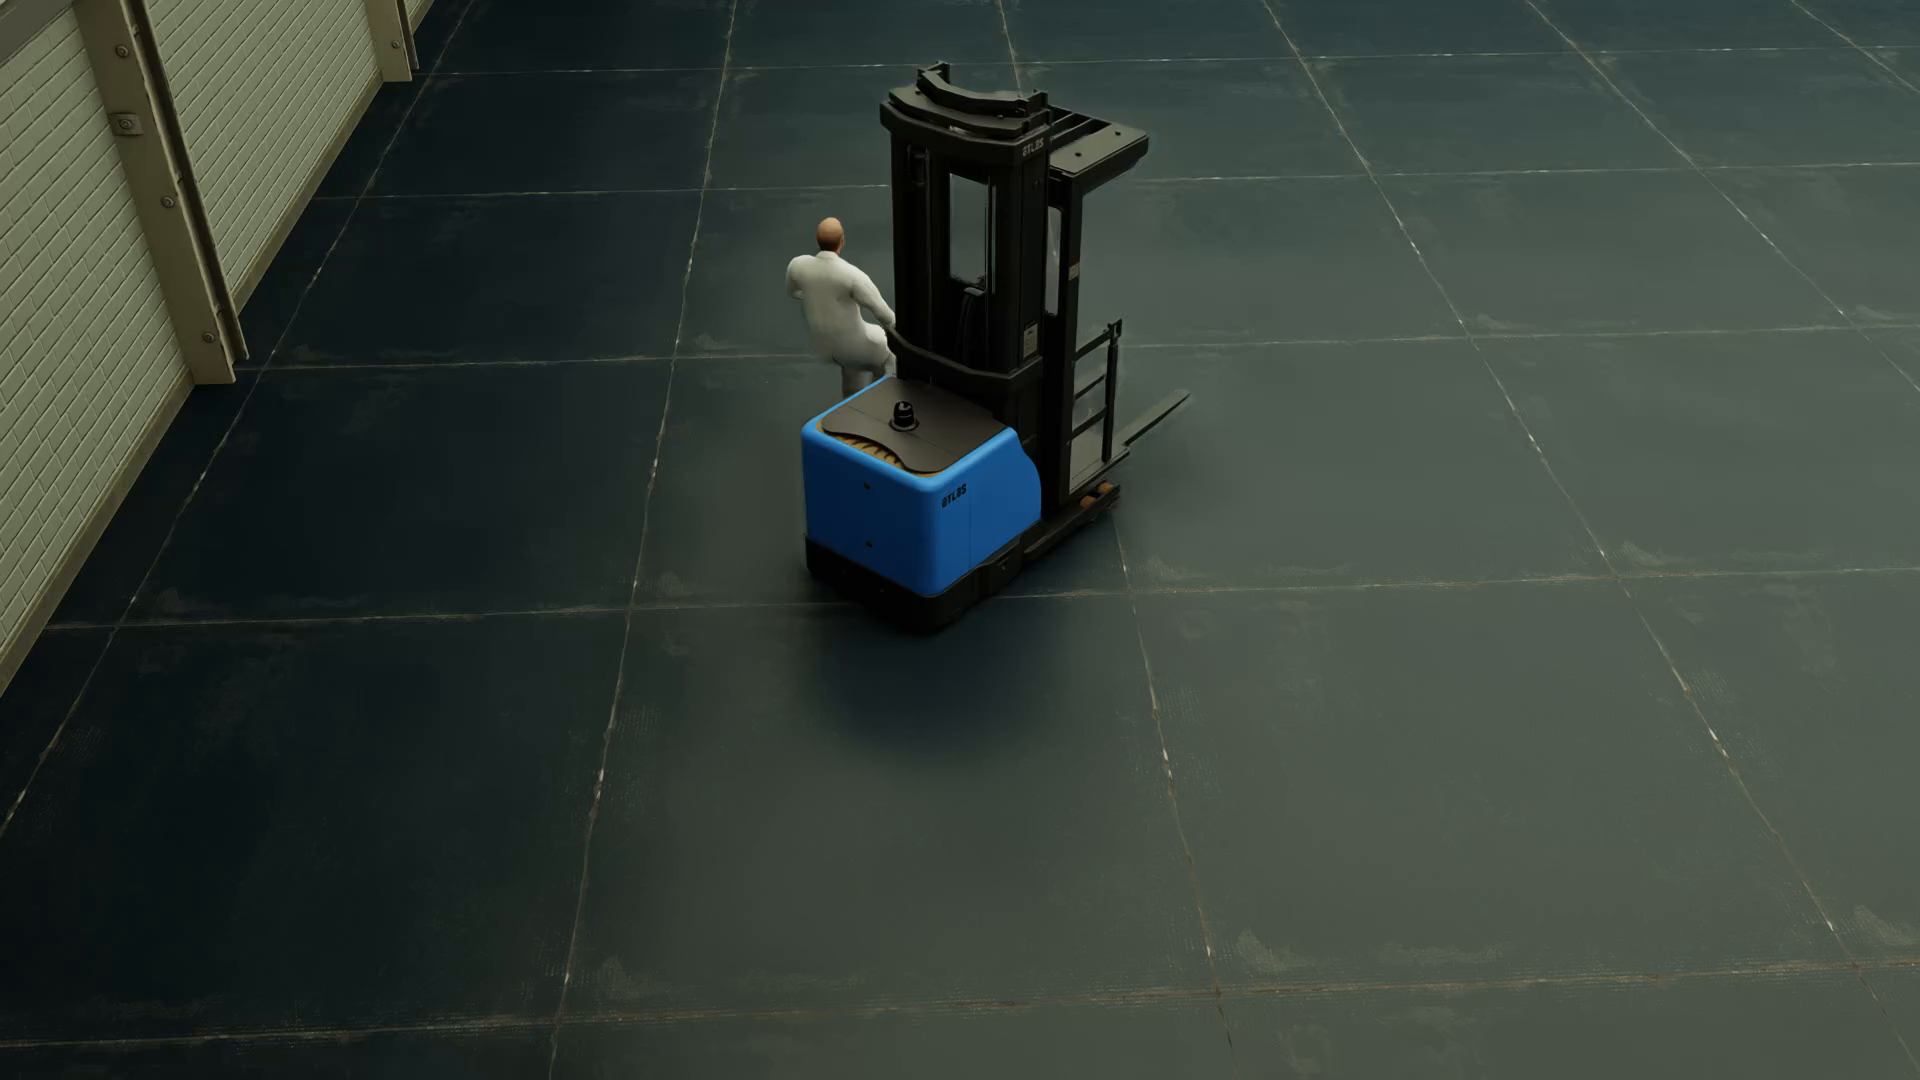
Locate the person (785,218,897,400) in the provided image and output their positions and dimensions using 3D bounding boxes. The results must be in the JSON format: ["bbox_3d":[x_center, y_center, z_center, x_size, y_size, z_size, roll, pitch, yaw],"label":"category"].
[{"bbox_3d":[-0.707,-1.437,11.163,0.850,1.677,0.736,14,38,18],"label":"person"}]

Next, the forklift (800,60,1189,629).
[{"bbox_3d":[0.380,-1.467,10.024,1.130,2.935,3.031,26,43,31],"label":"forklift"}]
